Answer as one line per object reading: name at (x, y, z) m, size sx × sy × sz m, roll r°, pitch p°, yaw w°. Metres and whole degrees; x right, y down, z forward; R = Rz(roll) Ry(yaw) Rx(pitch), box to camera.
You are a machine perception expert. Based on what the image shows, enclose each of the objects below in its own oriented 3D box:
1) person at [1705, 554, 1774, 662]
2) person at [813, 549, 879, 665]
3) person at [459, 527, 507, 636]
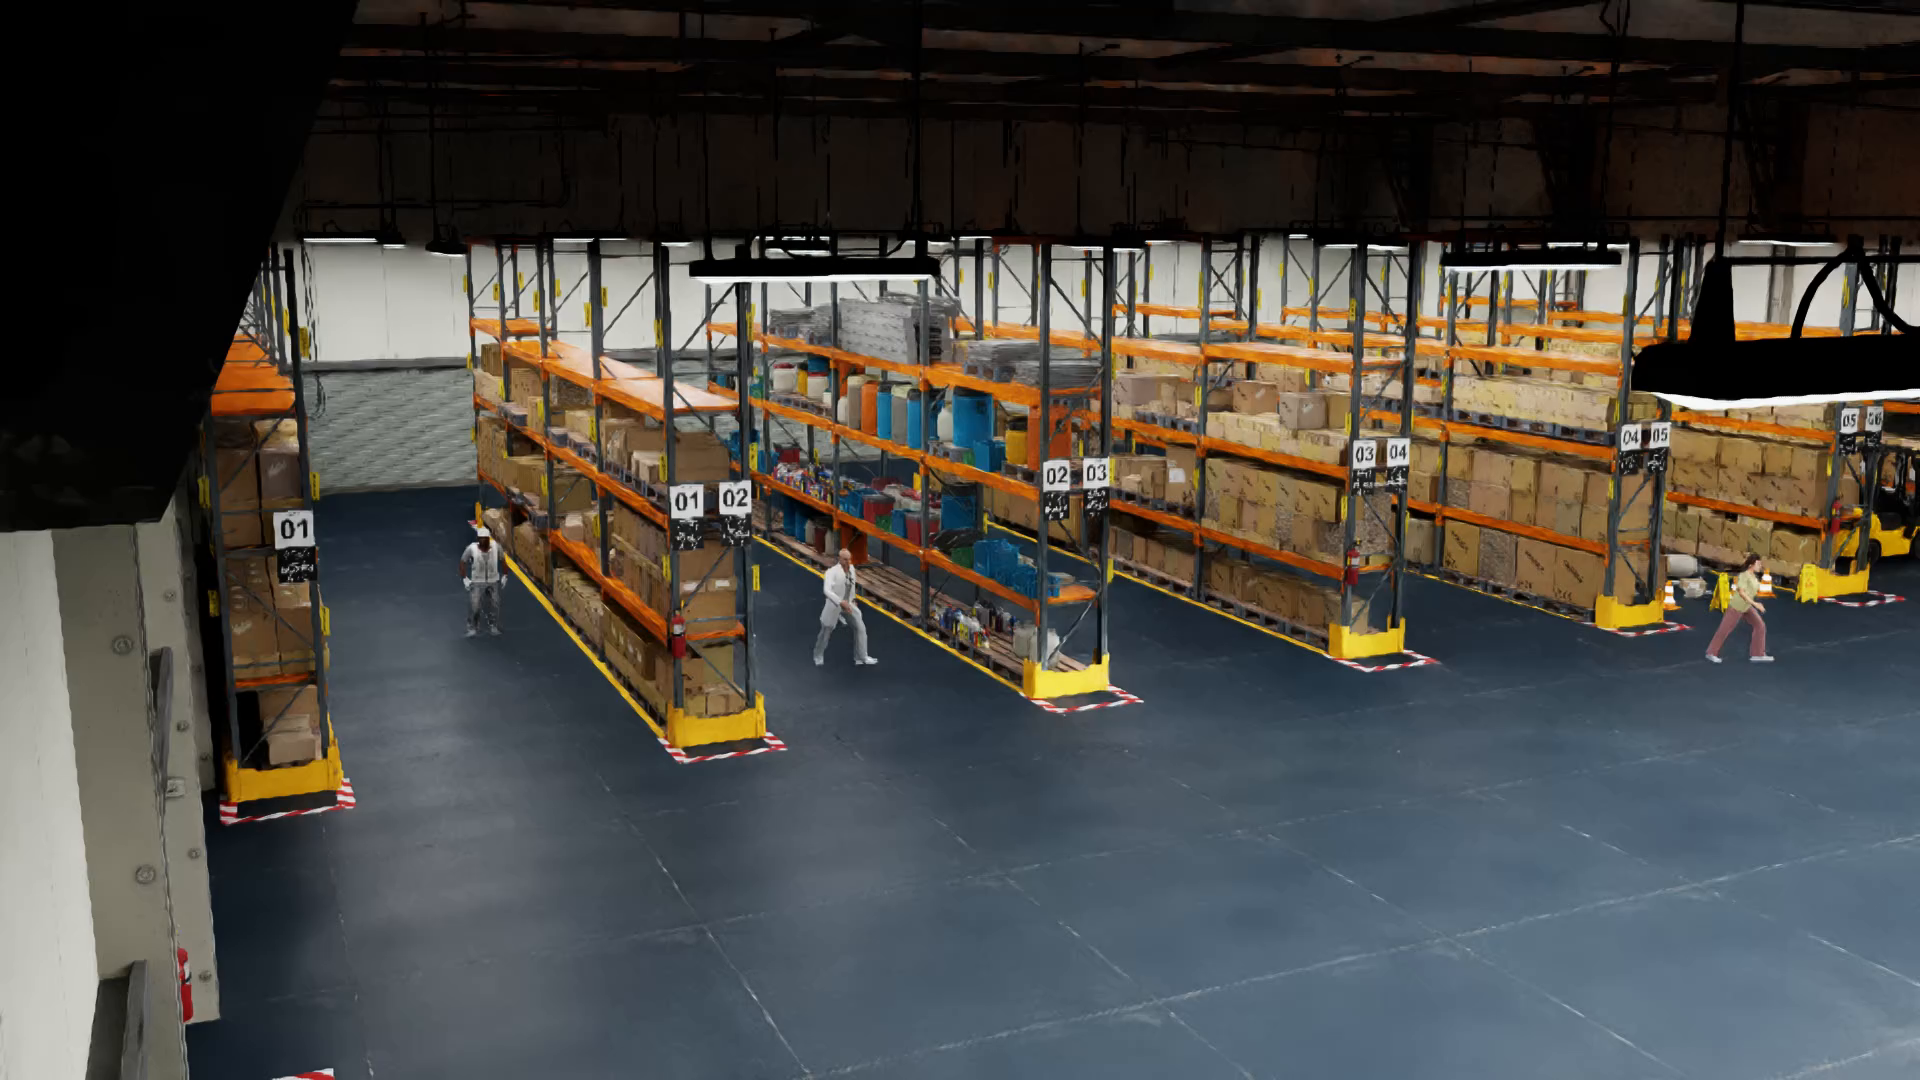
person at (11.224, 0.970, 23.869) m, size 0.626 × 1.610 × 0.799 m, roll -10°, pitch 15°, yaw -42°
person at (-1.709, 0.944, 23.708) m, size 0.735 × 1.712 × 0.905 m, roll -9°, pitch 14°, yaw -40°
person at (-7.250, 0.633, 25.352) m, size 0.702 × 1.735 × 0.549 m, roll -5°, pitch 12°, yaw -25°
